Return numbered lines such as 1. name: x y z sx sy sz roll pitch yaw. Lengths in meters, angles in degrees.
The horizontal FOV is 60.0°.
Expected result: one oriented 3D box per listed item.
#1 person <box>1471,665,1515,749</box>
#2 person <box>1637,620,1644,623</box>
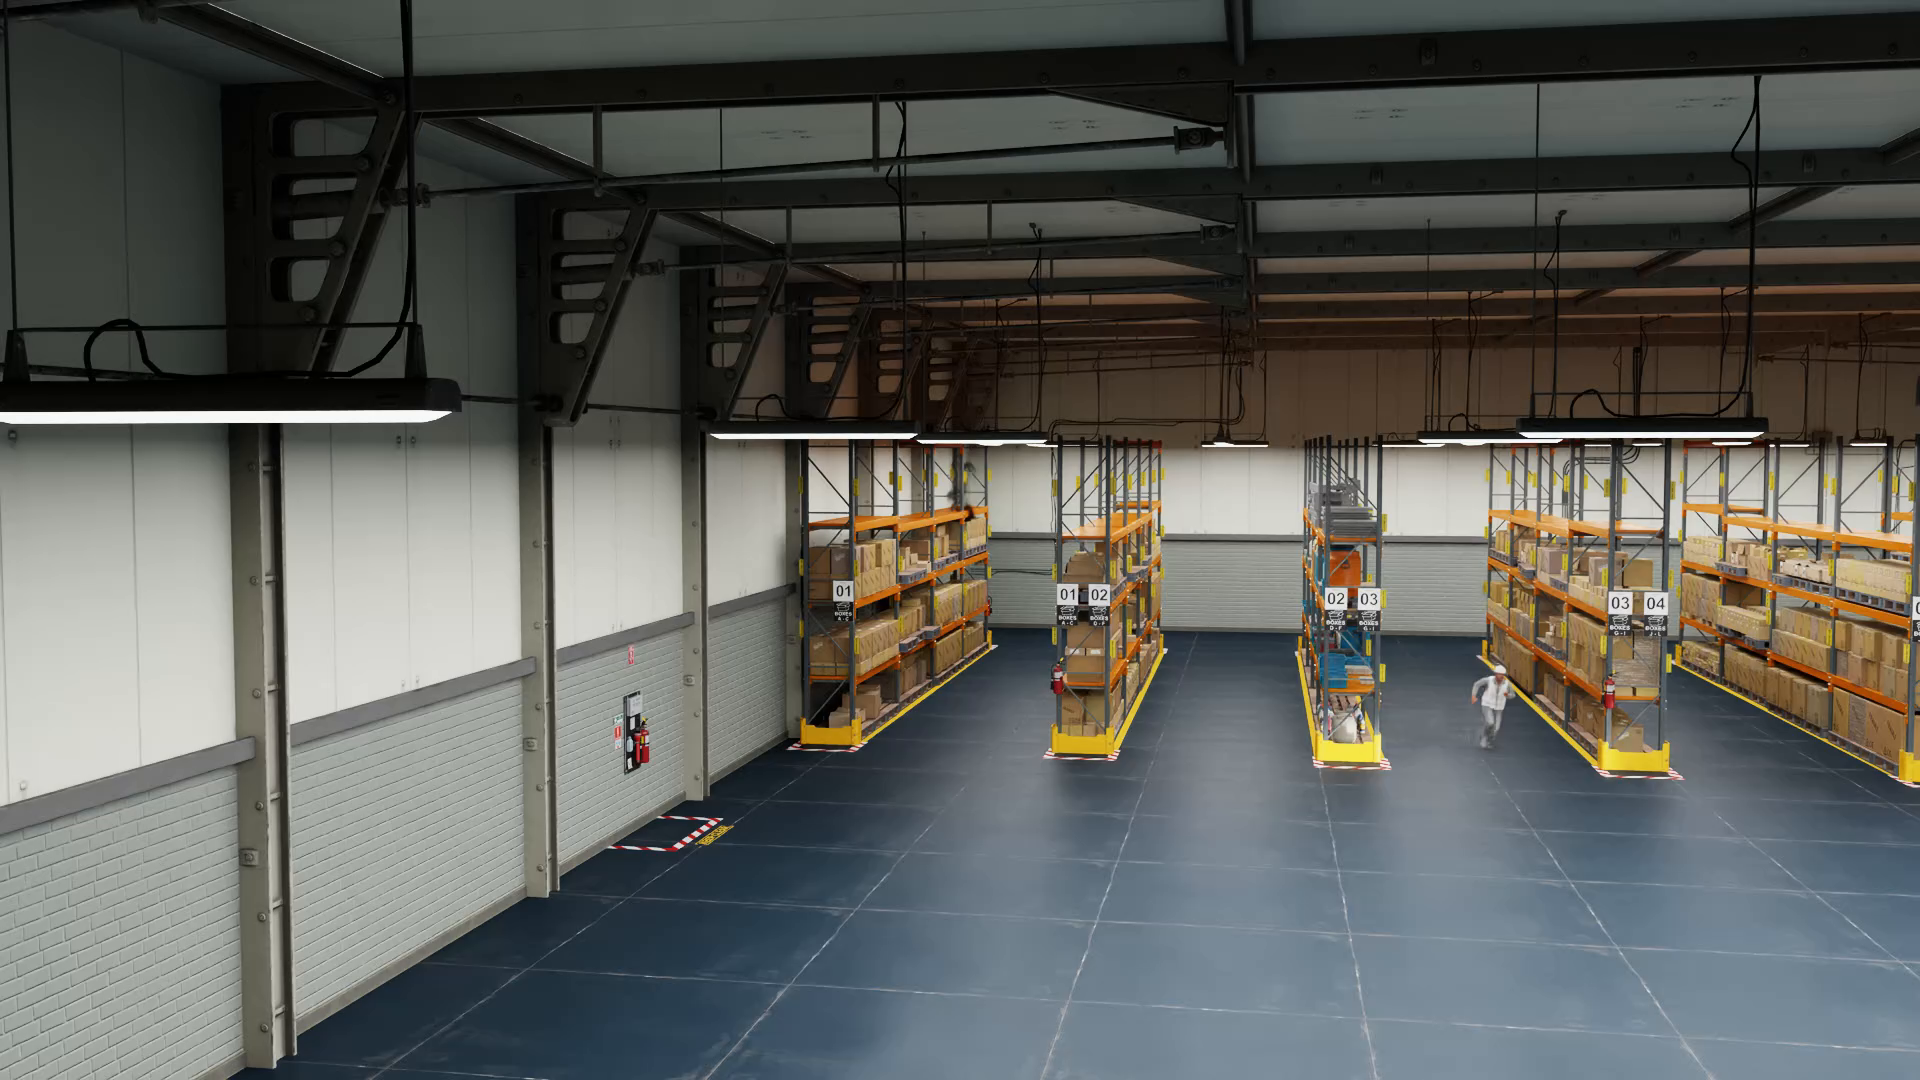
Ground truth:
1. person: 10.208 3.199 31.787 0.711 1.671 0.804 0 3 -3
2. person: 18.409 2.438 44.930 0.715 1.700 0.642 -3 4 -44
